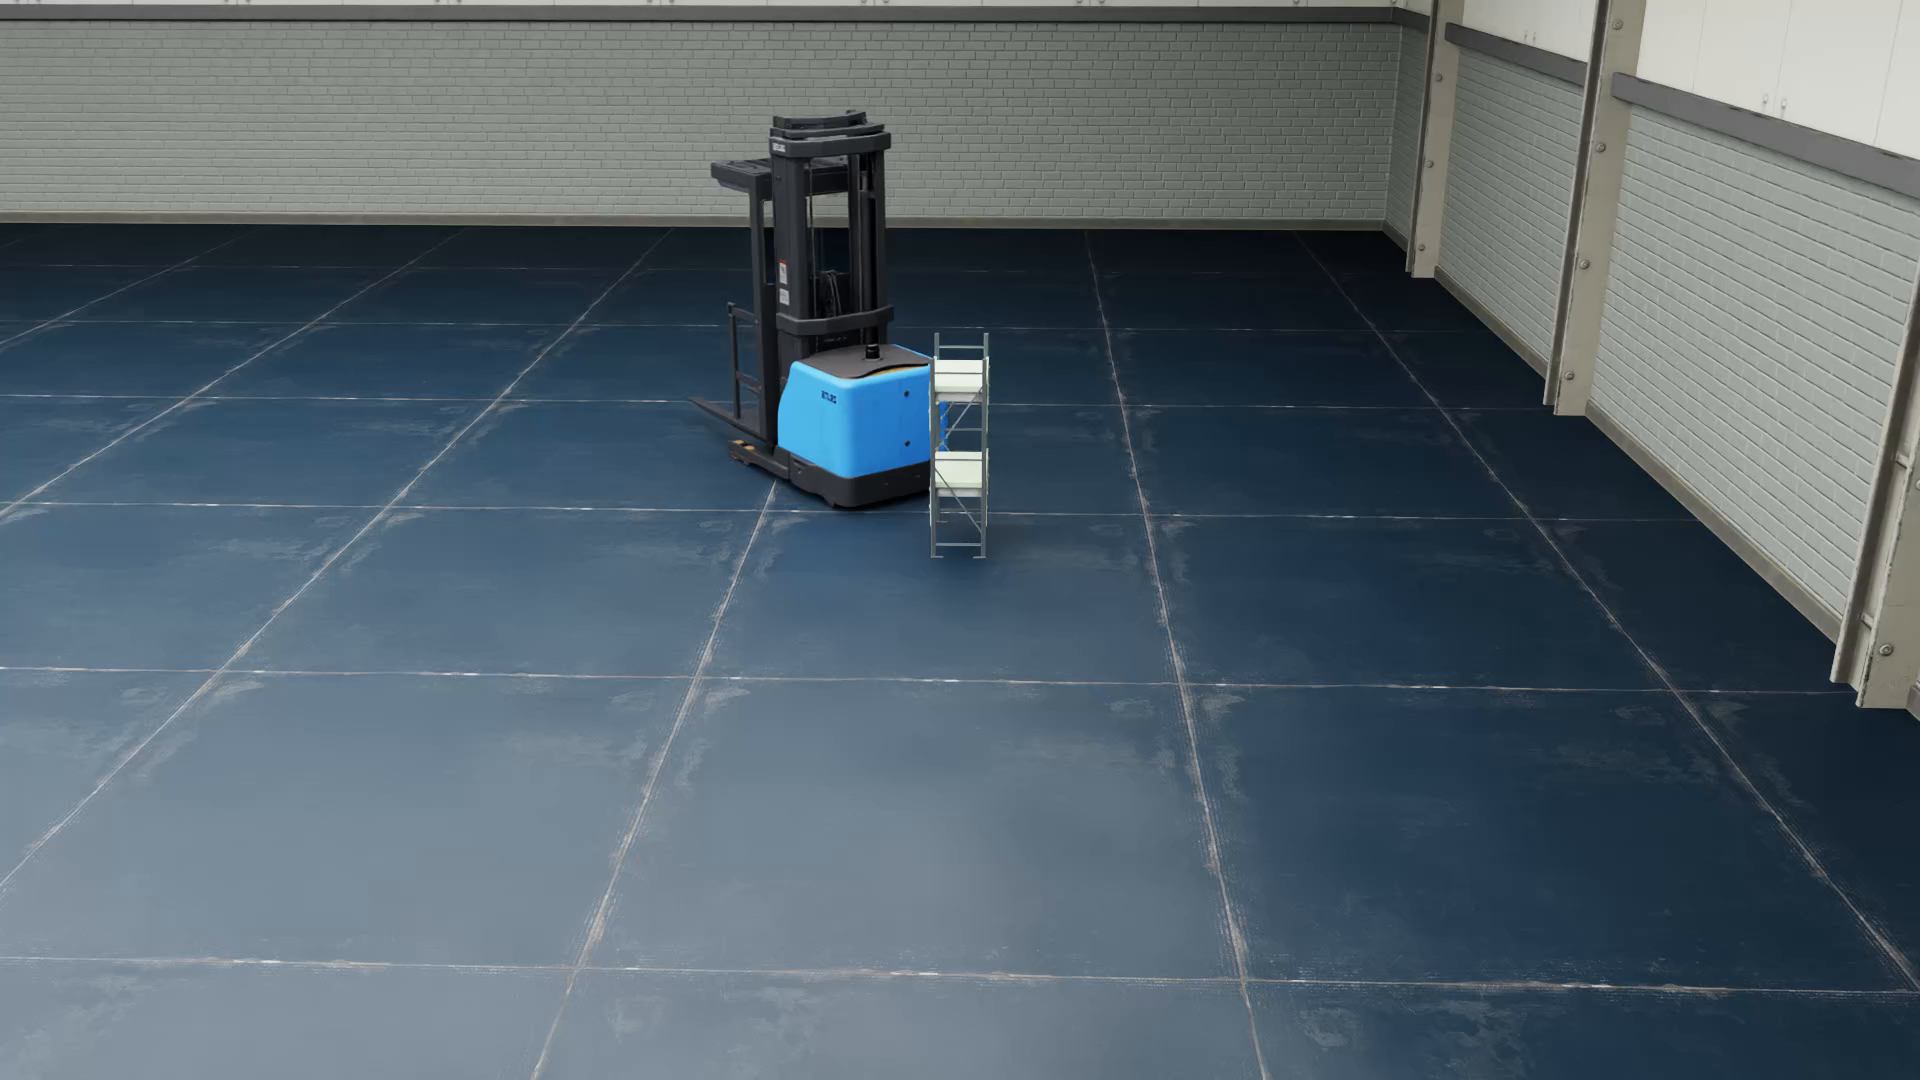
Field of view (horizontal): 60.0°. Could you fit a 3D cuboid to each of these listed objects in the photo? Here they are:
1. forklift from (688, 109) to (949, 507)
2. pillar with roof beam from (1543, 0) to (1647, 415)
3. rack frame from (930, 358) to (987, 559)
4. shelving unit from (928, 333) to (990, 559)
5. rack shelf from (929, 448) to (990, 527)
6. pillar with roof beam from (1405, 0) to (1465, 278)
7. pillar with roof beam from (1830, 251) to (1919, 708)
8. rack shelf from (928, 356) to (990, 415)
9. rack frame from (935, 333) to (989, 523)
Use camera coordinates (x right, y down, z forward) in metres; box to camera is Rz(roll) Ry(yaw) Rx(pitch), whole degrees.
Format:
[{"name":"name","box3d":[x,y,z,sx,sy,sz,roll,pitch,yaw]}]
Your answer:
[{"name":"forklift","box3d":[-1.344,-2.095,13.878,1.130,2.935,3.031,-15,26,-33]},{"name":"pillar with roof beam","box3d":[1.419,-5.479,14.210,9.100,9.000,0.400,1,21,2]},{"name":"rack frame","box3d":[-0.011,-0.569,11.923,0.400,1.500,0.023,1,21,2]},{"name":"shelving unit","box3d":[0.000,-0.702,12.264,0.431,1.500,0.755,1,21,2]},{"name":"rack shelf","box3d":[0.000,-0.398,12.382,0.431,0.370,0.720,1,21,2]},{"name":"pillar with roof beam","box3d":[1.601,-7.648,19.801,9.100,9.000,0.400,1,21,2]},{"name":"pillar with roof beam","box3d":[1.236,-3.310,8.619,9.100,9.000,0.400,1,21,2]},{"name":"rack shelf","box3d":[0.000,-1.065,12.123,0.431,0.370,0.720,1,21,2]},{"name":"rack frame","box3d":[0.011,-0.834,12.605,0.400,1.500,0.023,1,21,2]}]
